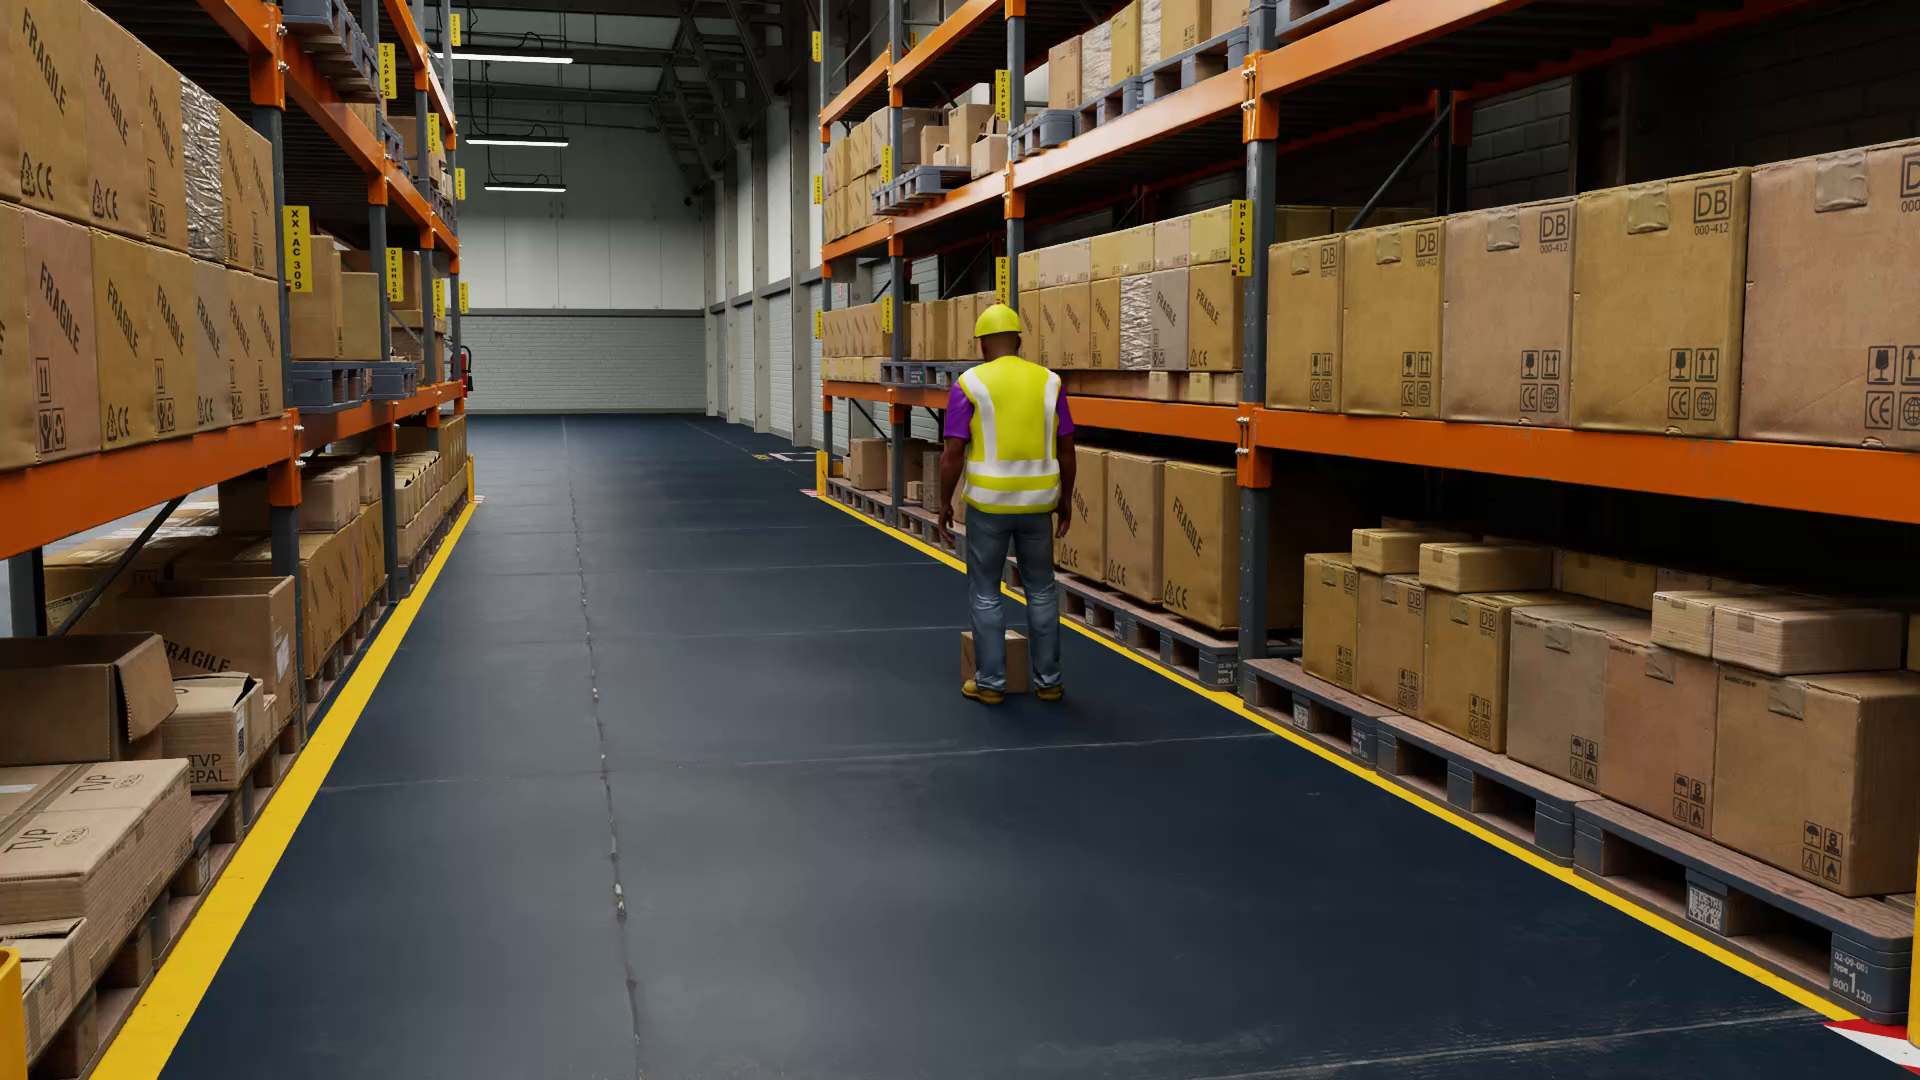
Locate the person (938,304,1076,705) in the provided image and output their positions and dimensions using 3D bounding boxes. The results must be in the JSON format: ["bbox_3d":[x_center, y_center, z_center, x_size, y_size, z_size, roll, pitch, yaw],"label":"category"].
[{"bbox_3d":[0.209,-0.163,7.395,0.636,1.761,0.454,-2,6,-16],"label":"person"}]
